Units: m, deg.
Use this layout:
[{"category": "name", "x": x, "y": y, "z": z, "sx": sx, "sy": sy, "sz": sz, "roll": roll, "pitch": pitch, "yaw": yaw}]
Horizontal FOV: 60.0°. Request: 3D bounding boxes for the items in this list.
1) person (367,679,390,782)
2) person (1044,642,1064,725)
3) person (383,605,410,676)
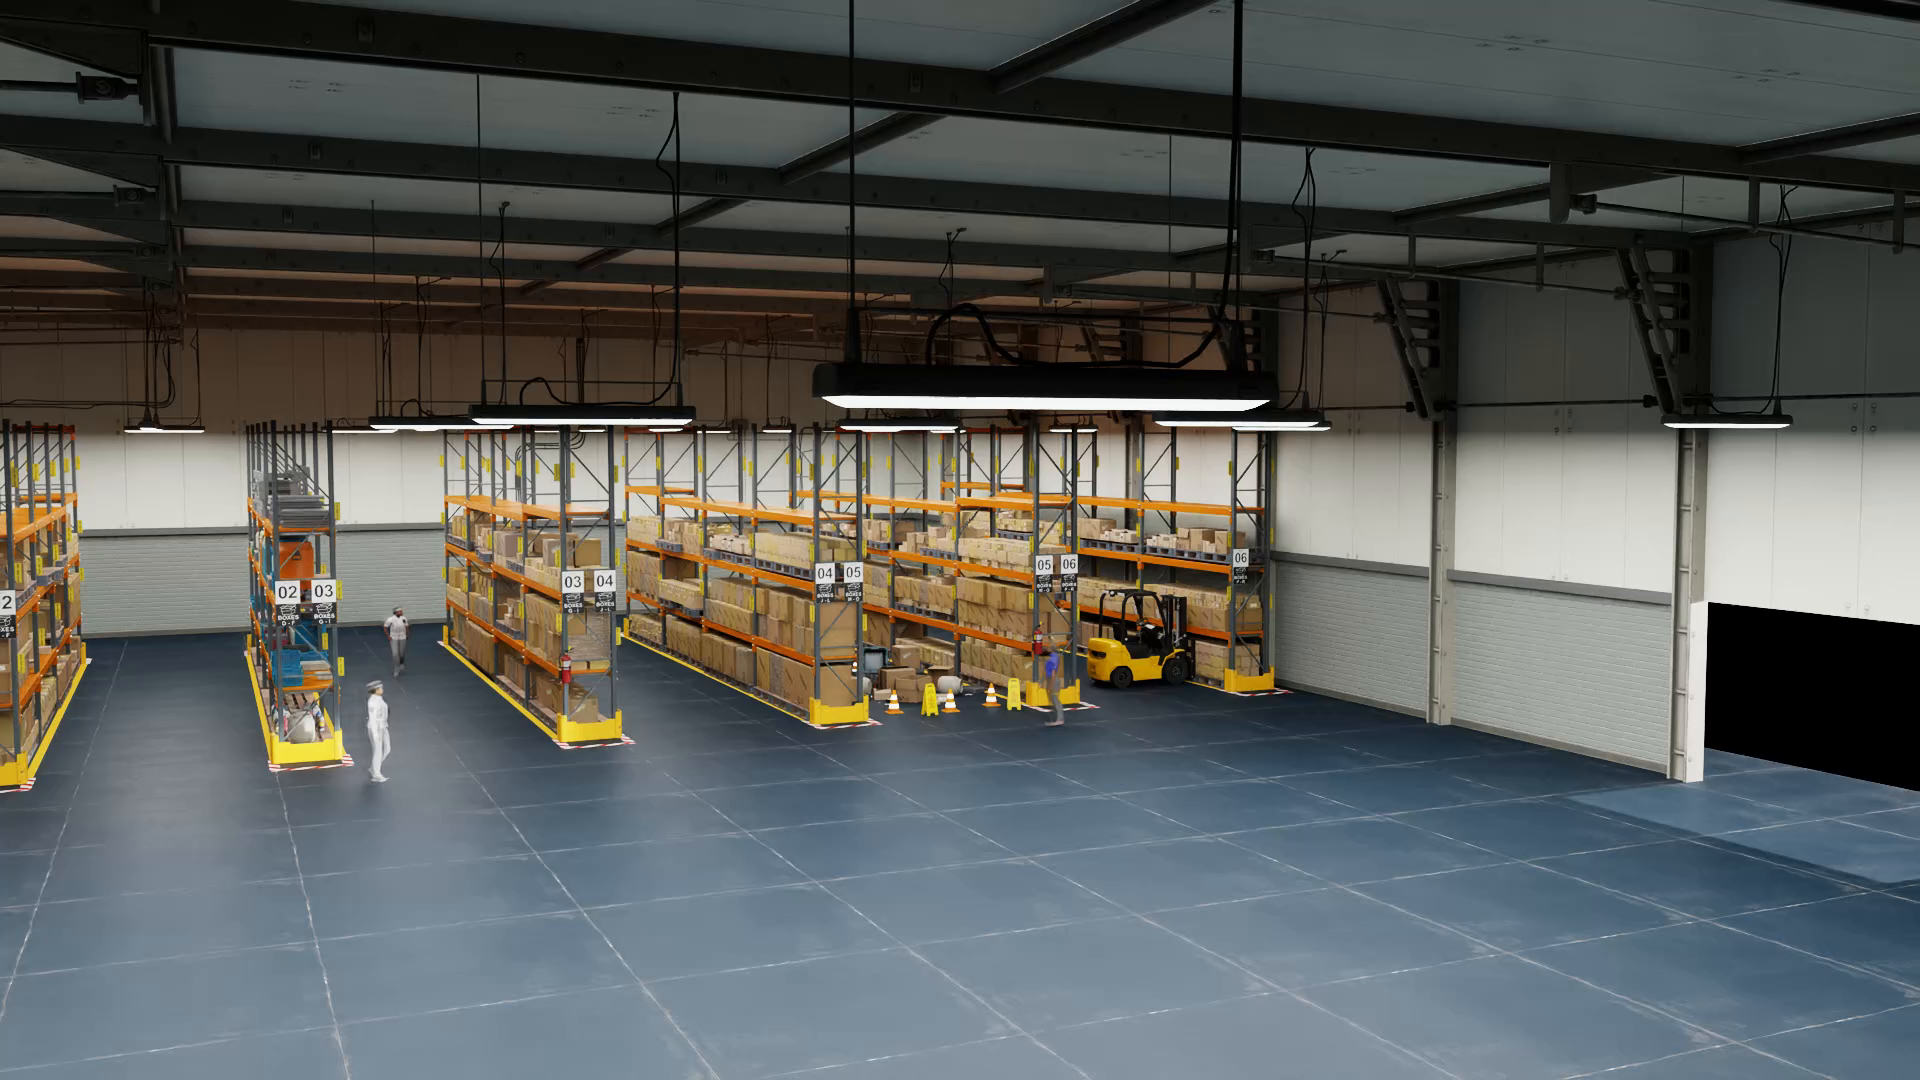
[{"category": "person", "x": -9.694, "y": 3.162, "z": 27.621, "sx": 0.443, "sy": 1.691, "sz": 0.538, "roll": 0, "pitch": 4, "yaw": 3}, {"category": "person", "x": 1.854, "y": 2.849, "z": 32.881, "sx": 0.384, "sy": 1.682, "sz": 0.549, "roll": -1, "pitch": 4, "yaw": -10}, {"category": "person", "x": -13.532, "y": 2.420, "z": 39.952, "sx": 0.600, "sy": 1.722, "sz": 0.707, "roll": -1, "pitch": 4, "yaw": -19}]
